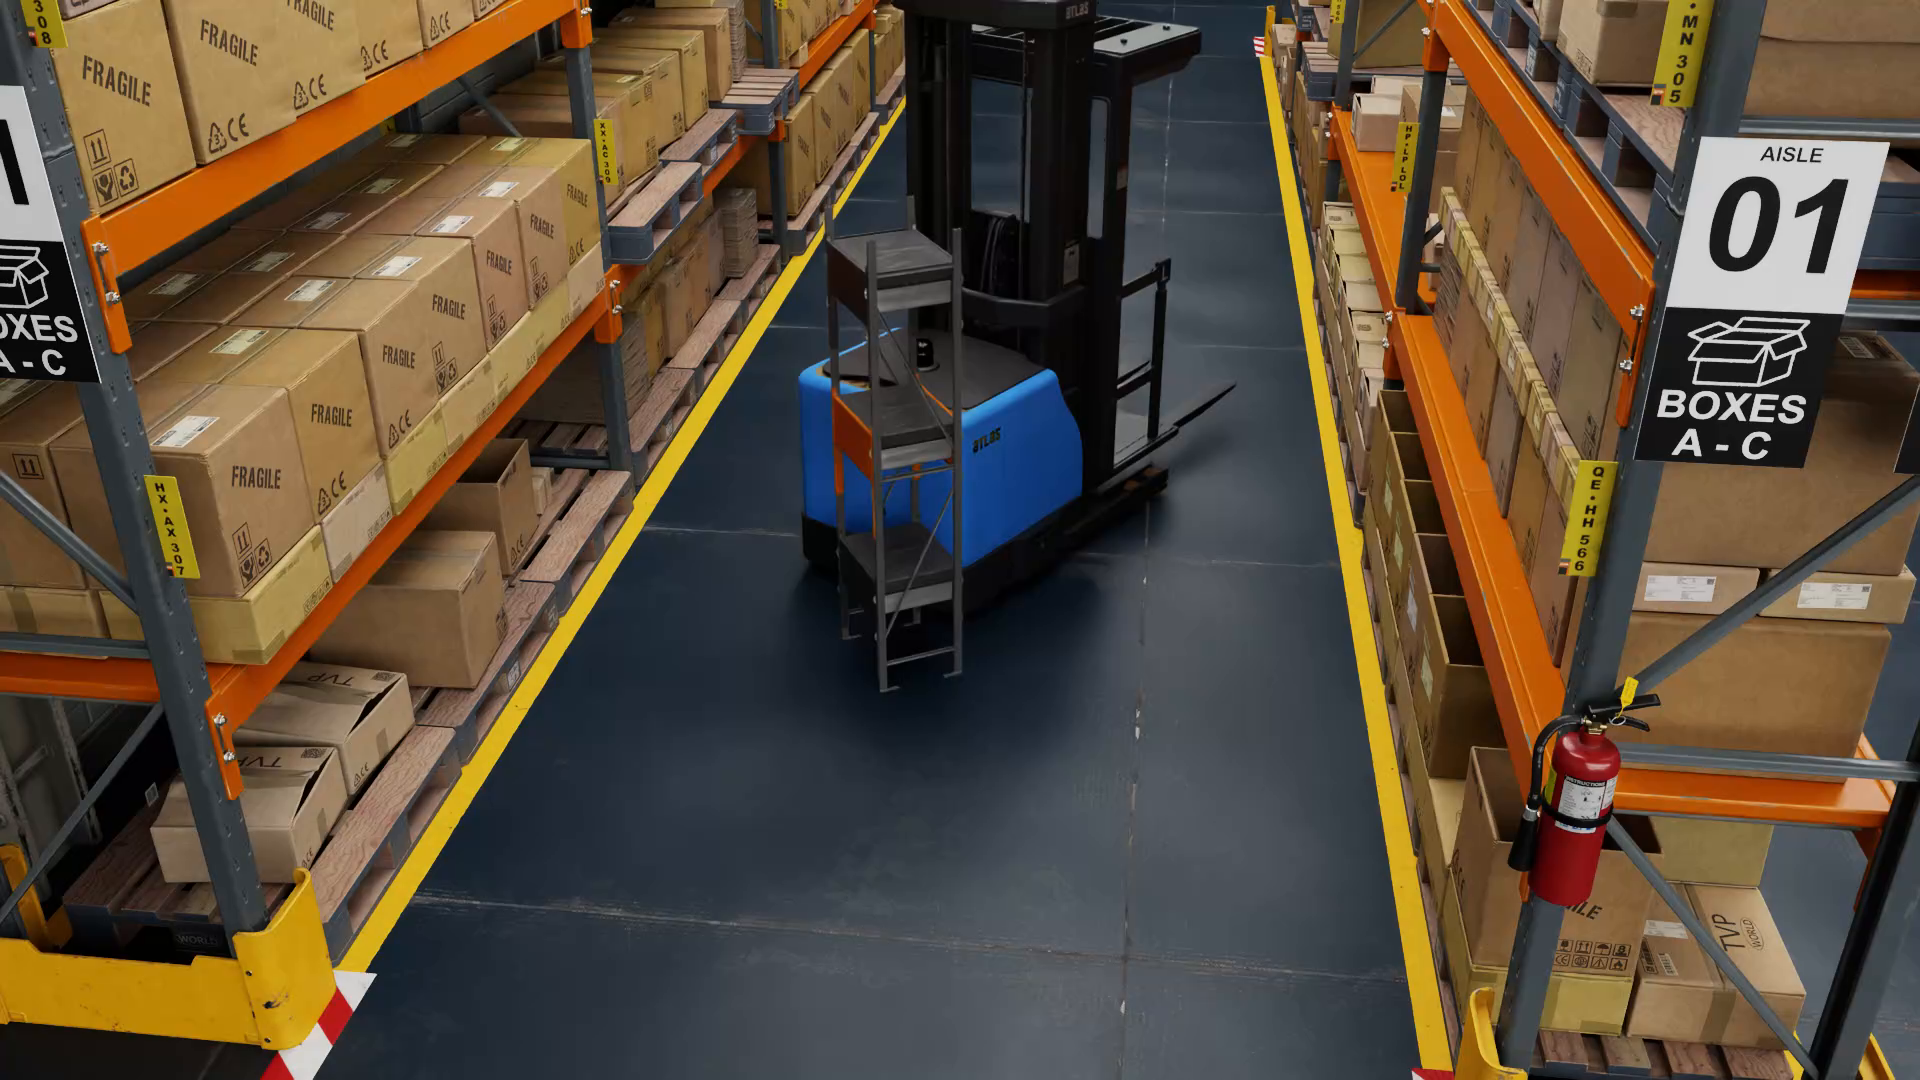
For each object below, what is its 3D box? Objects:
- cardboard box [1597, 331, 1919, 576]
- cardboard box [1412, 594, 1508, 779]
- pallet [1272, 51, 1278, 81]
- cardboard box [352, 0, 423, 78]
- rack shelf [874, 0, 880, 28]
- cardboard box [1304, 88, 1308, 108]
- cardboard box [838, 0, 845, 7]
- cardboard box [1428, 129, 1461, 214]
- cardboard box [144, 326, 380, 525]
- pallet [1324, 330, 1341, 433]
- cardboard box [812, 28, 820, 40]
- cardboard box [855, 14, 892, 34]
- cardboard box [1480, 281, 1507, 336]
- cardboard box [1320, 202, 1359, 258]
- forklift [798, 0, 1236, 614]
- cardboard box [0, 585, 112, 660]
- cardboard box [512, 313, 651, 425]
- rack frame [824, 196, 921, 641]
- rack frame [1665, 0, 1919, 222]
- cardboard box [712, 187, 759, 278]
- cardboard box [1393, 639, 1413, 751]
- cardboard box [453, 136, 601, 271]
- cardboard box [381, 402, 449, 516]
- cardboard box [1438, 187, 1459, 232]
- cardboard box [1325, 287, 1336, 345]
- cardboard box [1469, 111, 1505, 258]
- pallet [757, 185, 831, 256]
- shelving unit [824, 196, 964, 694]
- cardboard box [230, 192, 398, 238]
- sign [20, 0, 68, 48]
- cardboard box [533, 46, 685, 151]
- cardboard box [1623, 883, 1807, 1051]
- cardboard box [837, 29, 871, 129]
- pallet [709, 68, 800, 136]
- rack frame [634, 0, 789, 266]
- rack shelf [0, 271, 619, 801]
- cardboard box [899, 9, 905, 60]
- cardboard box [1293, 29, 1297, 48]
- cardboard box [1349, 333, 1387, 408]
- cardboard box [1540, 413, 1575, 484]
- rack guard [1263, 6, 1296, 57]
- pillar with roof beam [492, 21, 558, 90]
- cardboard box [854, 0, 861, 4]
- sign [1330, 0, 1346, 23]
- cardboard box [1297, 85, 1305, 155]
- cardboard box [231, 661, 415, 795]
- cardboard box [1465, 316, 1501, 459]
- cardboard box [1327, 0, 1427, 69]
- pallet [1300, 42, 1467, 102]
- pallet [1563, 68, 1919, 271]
[{"bbox_3d":[2.206,-0.259,4.594,0.700,0.500,0.500,3,29,6],"label":"cardboard box"},{"bbox_3d":[2.008,0.555,6.223,0.500,0.500,0.500,3,28,6],"label":"cardboard box"},{"bbox_3d":[3.984,-5.292,18.351,1.003,0.211,1.213,3,28,6],"label":"pallet"},{"bbox_3d":[-2.293,-1.951,5.919,0.500,0.500,0.500,5,29,9],"label":"cardboard box"},{"bbox_3d":[-1.072,-5.959,17.407,1.077,0.370,4.000,3,28,6],"label":"rack shelf"},{"bbox_3d":[3.176,-3.787,13.998,0.500,0.250,0.500,3,29,6],"label":"cardboard box"},{"bbox_3d":[-1.246,-4.809,14.074,0.500,0.500,0.500,3,29,6],"label":"cardboard box"},{"bbox_3d":[2.795,-1.935,9.074,0.500,0.500,0.500,5,29,10],"label":"cardboard box"},{"bbox_3d":[-2.360,-0.398,5.672,0.500,0.500,0.500,3,29,6],"label":"cardboard box"},{"bbox_3d":[2.818,-0.980,10.346,1.003,0.211,1.213,3,28,6],"label":"pallet"},{"bbox_3d":[-1.359,-4.214,13.653,0.380,0.149,0.250,4,29,6],"label":"cardboard box"},{"bbox_3d":[-0.900,-5.201,16.750,0.380,0.149,0.250,4,29,8],"label":"cardboard box"},{"bbox_3d":[2.241,-0.890,6.450,0.380,0.149,0.250,3,28,5],"label":"cardboard box"},{"bbox_3d":[2.754,-2.157,11.456,0.500,0.311,0.500,4,29,8],"label":"cardboard box"},{"bbox_3d":[0.493,-1.574,8.581,1.130,2.935,3.031,20,34,32],"label":"forklift"},{"bbox_3d":[-2.922,0.140,5.464,0.500,0.250,0.500,4,29,7],"label":"cardboard box"},{"bbox_3d":[-2.223,-1.009,9.632,0.700,0.500,0.500,4,29,8],"label":"cardboard box"},{"bbox_3d":[-0.376,-0.488,7.442,0.400,2.100,0.015,-12,30,-21],"label":"rack frame"},{"bbox_3d":[2.130,-2.041,3.050,1.000,3.000,0.127,3,28,6],"label":"rack frame"},{"bbox_3d":[-1.843,-2.203,11.848,0.700,0.500,0.500,4,29,7],"label":"cardboard box"},{"bbox_3d":[2.074,0.650,6.838,0.500,0.250,0.500,3,28,6],"label":"cardboard box"},{"bbox_3d":[-2.048,-1.601,7.905,0.500,0.500,0.500,3,28,6],"label":"cardboard box"},{"bbox_3d":[-2.294,-0.324,6.327,0.500,0.250,0.500,3,28,5],"label":"cardboard box"},{"bbox_3d":[2.395,-1.497,7.576,0.380,0.149,0.250,3,28,6],"label":"cardboard box"},{"bbox_3d":[2.636,-1.428,10.695,0.500,0.250,0.500,3,28,5],"label":"cardboard box"},{"bbox_3d":[2.511,-1.450,6.806,0.700,0.500,0.500,3,28,6],"label":"cardboard box"},{"bbox_3d":[-1.635,-2.590,13.336,1.003,0.211,1.213,3,28,6],"label":"pallet"},{"bbox_3d":[-0.277,-0.383,7.245,0.431,2.100,0.503,-12,30,-21],"label":"shelving unit"},{"bbox_3d":[-2.696,-1.155,7.077,0.500,0.500,0.500,4,29,8],"label":"cardboard box"},{"bbox_3d":[-2.249,-1.360,4.027,0.100,0.325,0.005,3,28,6],"label":"sign"},{"bbox_3d":[-2.076,-2.618,9.878,0.700,0.500,0.500,7,29,13],"label":"cardboard box"},{"bbox_3d":[2.416,1.387,5.470,0.500,0.250,0.500,3,28,6],"label":"cardboard box"},{"bbox_3d":[-1.267,-4.259,15.317,0.750,0.750,0.750,4,29,7],"label":"cardboard box"},{"bbox_3d":[-1.788,-3.025,11.405,1.213,0.211,1.003,3,28,6],"label":"pallet"},{"bbox_3d":[-1.807,-3.451,11.994,1.000,3.000,0.127,3,28,6],"label":"rack frame"},{"bbox_3d":[-2.542,-0.310,6.922,1.077,0.370,4.000,3,28,6],"label":"rack shelf"},{"bbox_3d":[-0.935,-5.494,17.978,0.700,0.500,0.500,2,28,5],"label":"cardboard box"},{"bbox_3d":[3.825,-5.027,17.087,0.797,0.503,0.637,3,28,6],"label":"cardboard box"},{"bbox_3d":[2.442,-0.956,9.227,0.500,0.311,0.500,4,29,8],"label":"cardboard box"},{"bbox_3d":[2.082,-0.282,5.321,0.380,0.149,0.250,4,29,7],"label":"cardboard box"},{"bbox_3d":[4.081,-5.795,18.979,1.175,0.500,0.348,3,28,6],"label":"rack guard"},{"bbox_3d":[1.448,-5.281,9.064,9.100,9.000,0.400,3,28,6],"label":"pillar with roof beam"},{"bbox_3d":[-1.085,-4.937,14.995,0.380,0.149,0.250,4,29,7],"label":"cardboard box"},{"bbox_3d":[2.570,-3.667,11.257,0.100,0.325,0.005,3,28,6],"label":"sign"},{"bbox_3d":[3.245,-3.676,14.583,0.500,0.500,0.500,4,29,7],"label":"cardboard box"},{"bbox_3d":[-2.543,0.716,6.630,0.500,0.311,0.500,6,29,10],"label":"cardboard box"},{"bbox_3d":[2.448,-0.633,6.656,0.700,0.500,0.500,4,29,7],"label":"cardboard box"},{"bbox_3d":[3.075,-3.697,11.902,0.700,0.500,0.500,-6,29,-11],"label":"cardboard box"},{"bbox_3d":[3.123,-3.404,12.108,1.213,0.211,1.003,3,28,6],"label":"pallet"},{"bbox_3d":[2.242,-1.012,4.397,1.003,0.211,1.213,3,28,6],"label":"pallet"}]
